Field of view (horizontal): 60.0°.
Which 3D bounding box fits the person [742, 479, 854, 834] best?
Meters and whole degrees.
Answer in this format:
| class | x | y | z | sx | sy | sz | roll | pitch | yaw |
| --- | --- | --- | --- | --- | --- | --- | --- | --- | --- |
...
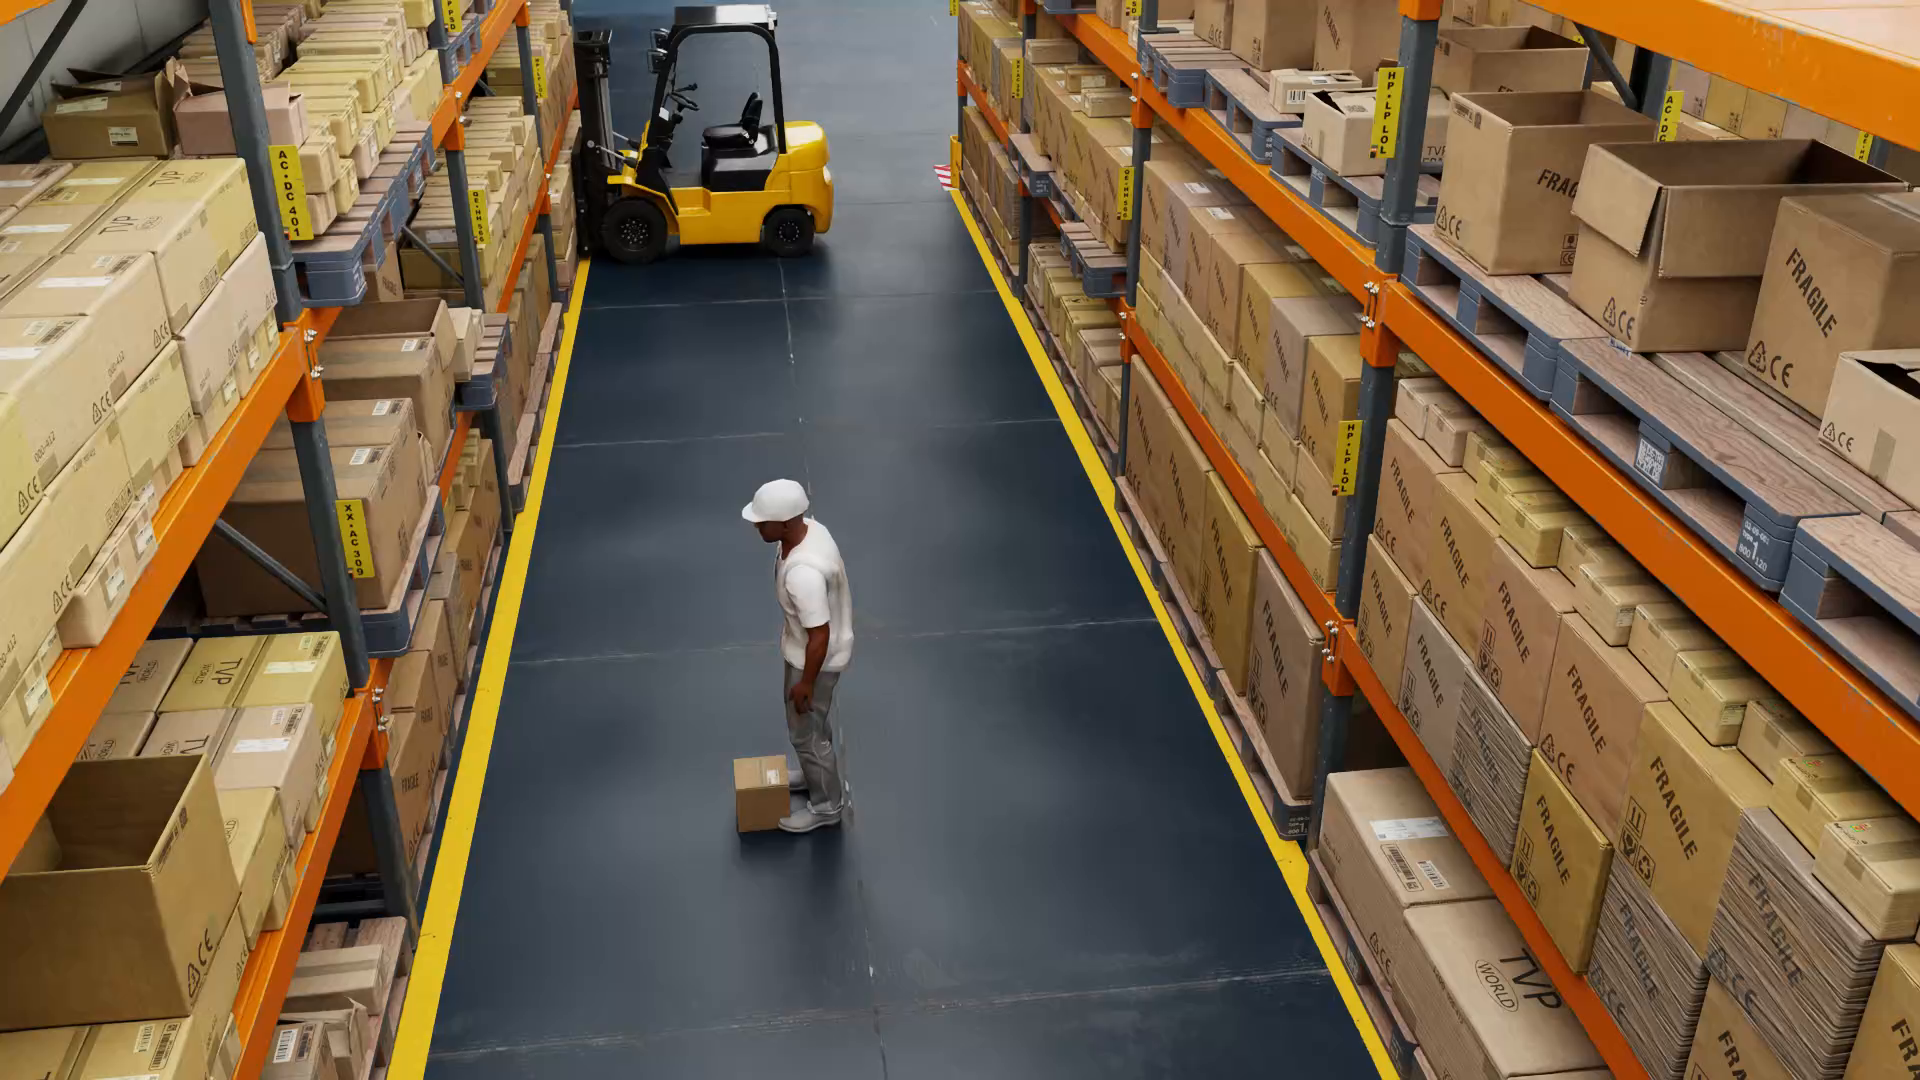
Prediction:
| class | x | y | z | sx | sy | sz | roll | pitch | yaw |
| --- | --- | --- | --- | --- | --- | --- | --- | --- | --- |
| person | -0.719 | 0.512 | 7.592 | 0.463 | 1.760 | 0.631 | -4 | 27 | -8 |
